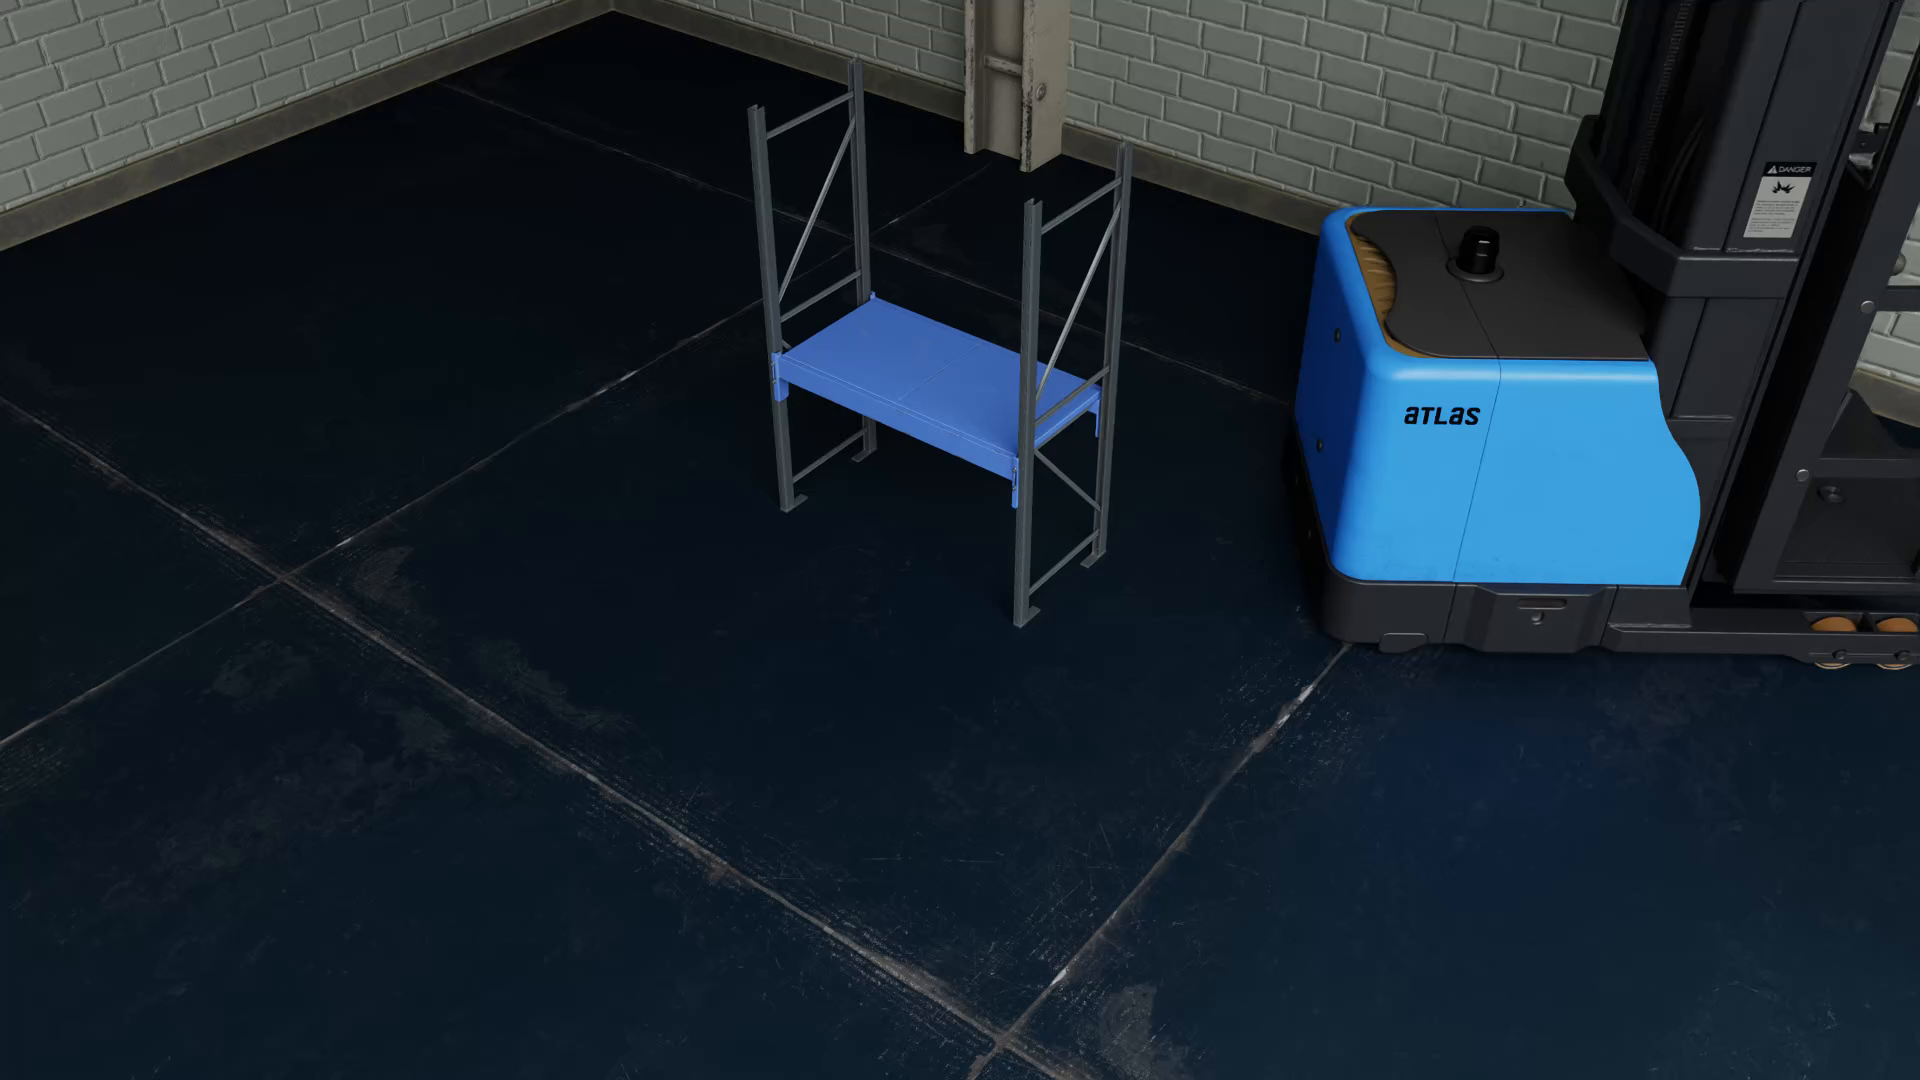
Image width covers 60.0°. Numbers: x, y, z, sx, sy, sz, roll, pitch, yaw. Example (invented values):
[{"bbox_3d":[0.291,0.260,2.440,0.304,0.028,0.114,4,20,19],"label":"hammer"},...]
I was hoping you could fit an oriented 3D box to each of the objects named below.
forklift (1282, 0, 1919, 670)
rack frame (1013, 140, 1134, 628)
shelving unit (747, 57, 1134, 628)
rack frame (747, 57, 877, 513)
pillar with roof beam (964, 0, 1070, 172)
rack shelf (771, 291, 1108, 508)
[{"bbox_3d":[2.661,-1.080,4.751,3.031,2.935,1.130,1,38,1],"label":"forklift"},{"bbox_3d":[0.336,-0.432,5.085,0.032,1.500,0.500,25,45,29],"label":"rack frame"},{"bbox_3d":[-0.068,-0.622,5.328,1.048,1.500,0.538,25,45,29],"label":"shelving unit"},{"bbox_3d":[-0.472,-0.813,5.572,0.032,1.500,0.500,25,45,29],"label":"rack frame"},{"bbox_3d":[-2.350,-3.354,2.734,0.400,9.000,9.100,25,45,29],"label":"pillar with roof beam"},{"bbox_3d":[-0.068,-0.481,5.439,1.000,0.185,0.538,25,45,29],"label":"rack shelf"}]
